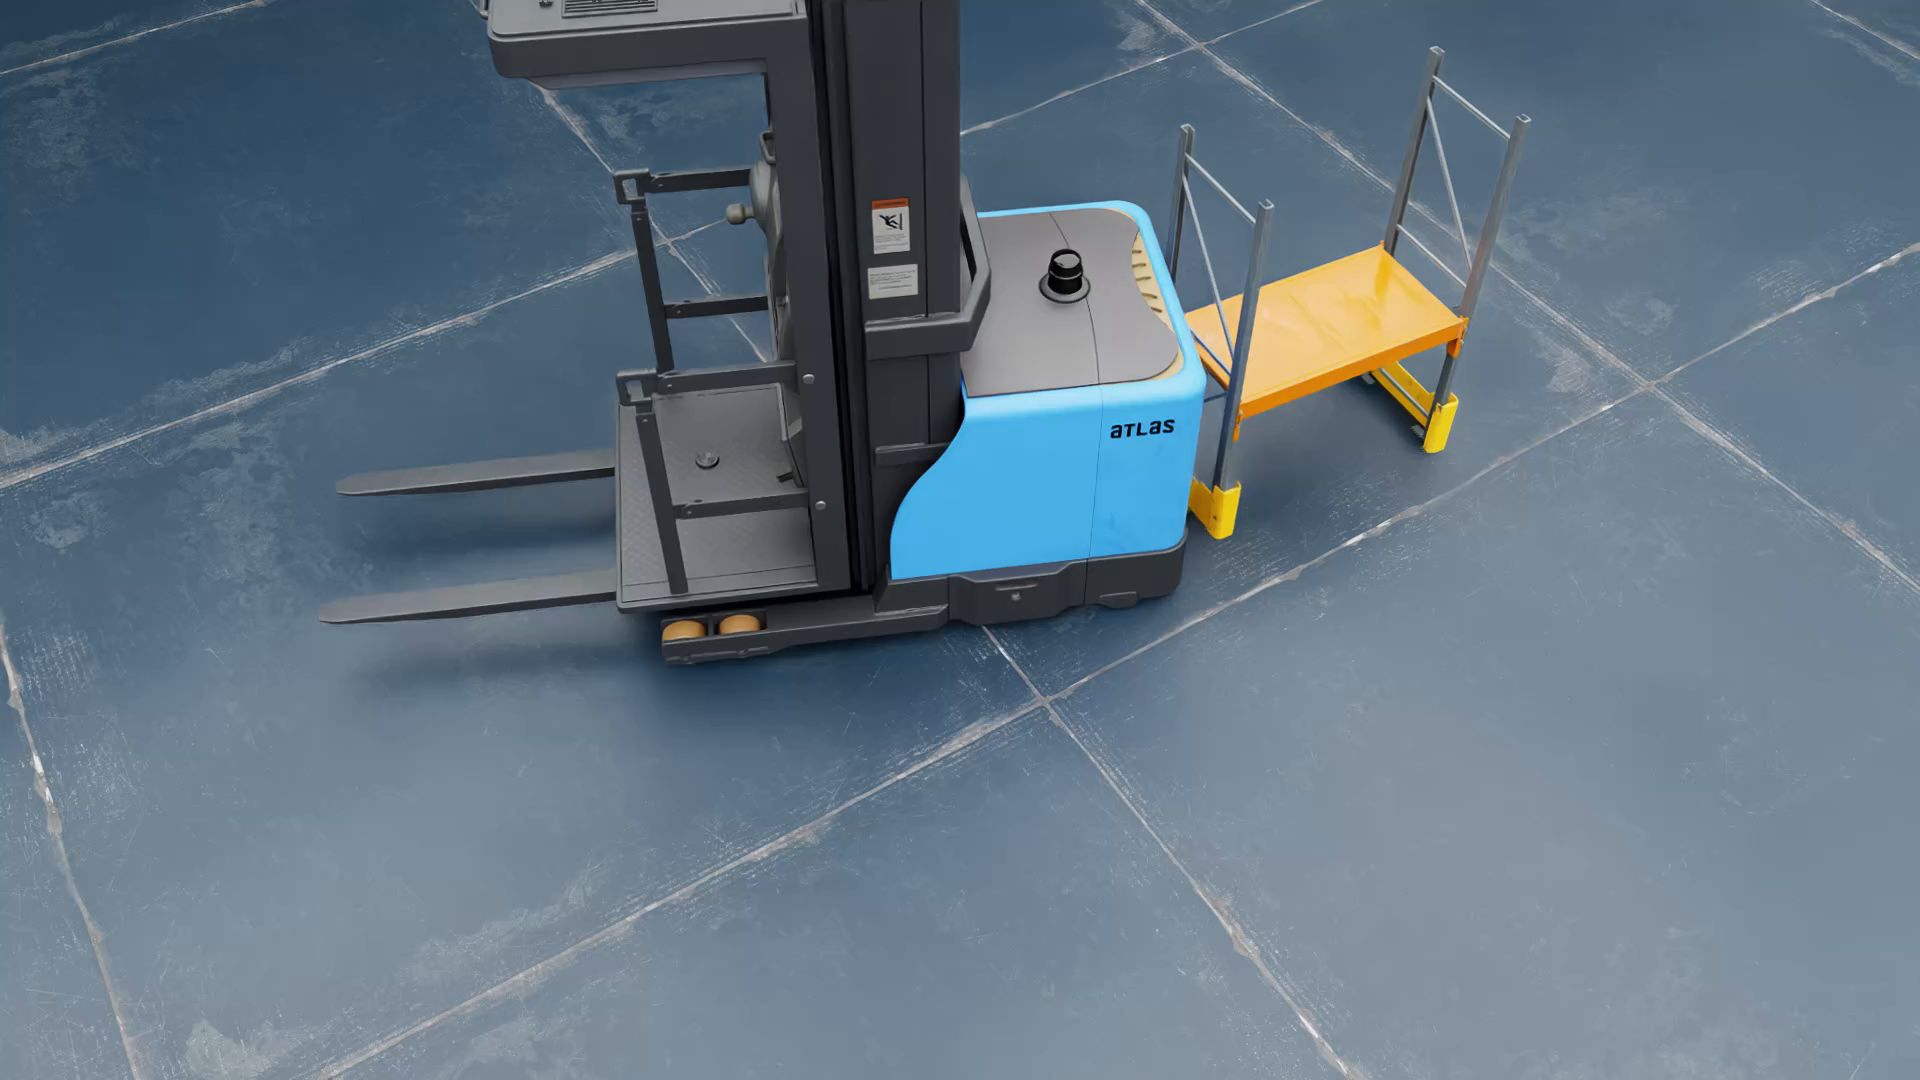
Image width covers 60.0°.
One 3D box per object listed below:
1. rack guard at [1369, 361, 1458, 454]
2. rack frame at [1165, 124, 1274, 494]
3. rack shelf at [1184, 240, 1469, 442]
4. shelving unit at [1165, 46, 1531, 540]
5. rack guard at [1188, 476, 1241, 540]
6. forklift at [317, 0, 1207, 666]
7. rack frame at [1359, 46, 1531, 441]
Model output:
[{"bbox_3d":[1.753,-0.628,6.642,0.087,0.250,0.587,-21,52,-18],"label":"rack guard"},{"bbox_3d":[0.849,-0.698,5.867,0.032,1.500,0.500,-21,52,-18],"label":"rack frame"},{"bbox_3d":[1.302,-0.751,6.156,1.000,0.185,0.538,-21,52,-18],"label":"rack shelf"},{"bbox_3d":[1.310,-0.874,6.024,1.083,1.500,0.587,-21,52,-18],"label":"shelving unit"},{"bbox_3d":[0.867,-0.289,6.340,0.087,0.250,0.587,-21,52,-18],"label":"rack guard"},{"bbox_3d":[-0.757,-0.960,5.142,3.031,2.935,1.130,-6,49,-5],"label":"forklift"},{"bbox_3d":[1.754,-1.044,6.175,0.032,1.500,0.500,-21,52,-18],"label":"rack frame"}]
